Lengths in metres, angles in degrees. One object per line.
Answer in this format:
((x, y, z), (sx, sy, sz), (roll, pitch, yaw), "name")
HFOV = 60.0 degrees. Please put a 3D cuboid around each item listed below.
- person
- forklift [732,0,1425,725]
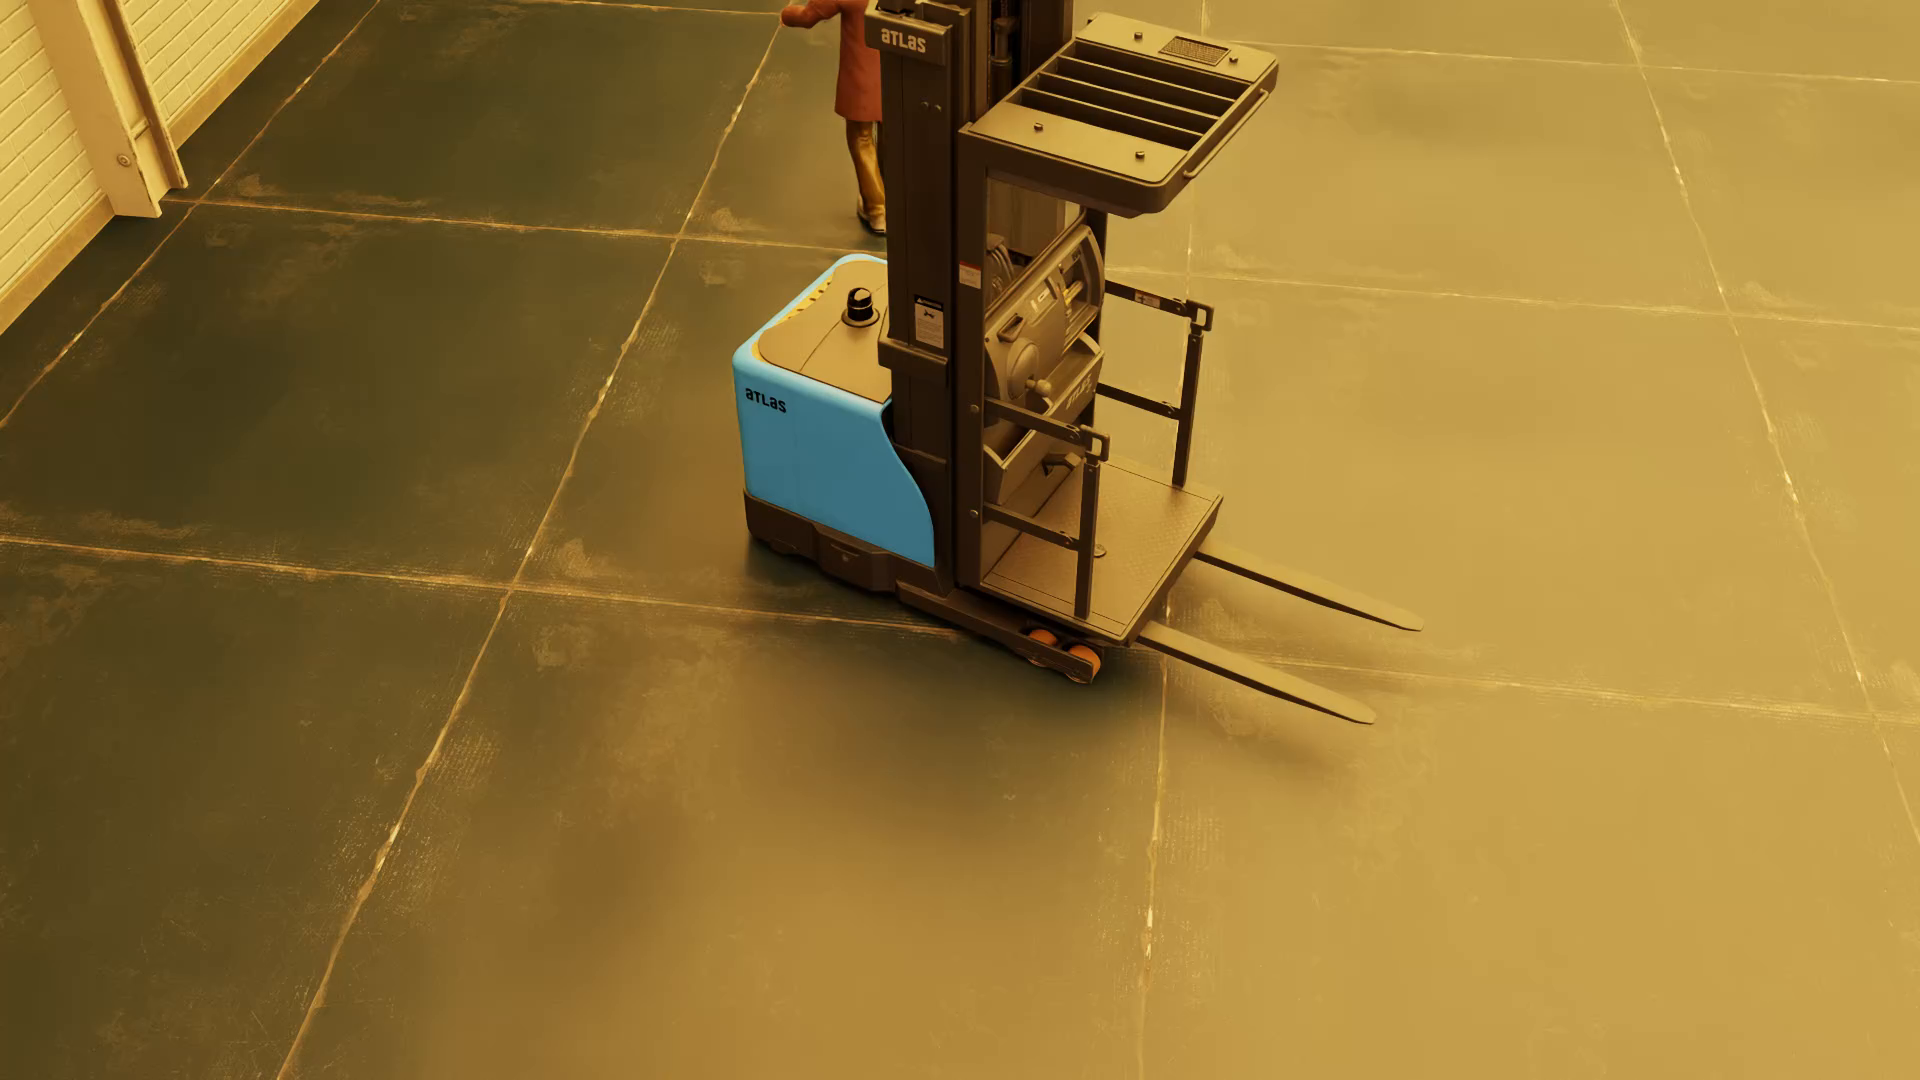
((-0.463, -2.713, 9.562), (1.016, 1.759, 0.824), (-11, 44, -12), "person")
((0.529, -0.874, 6.675), (3.031, 2.935, 1.130), (21, 47, 22), "forklift")
